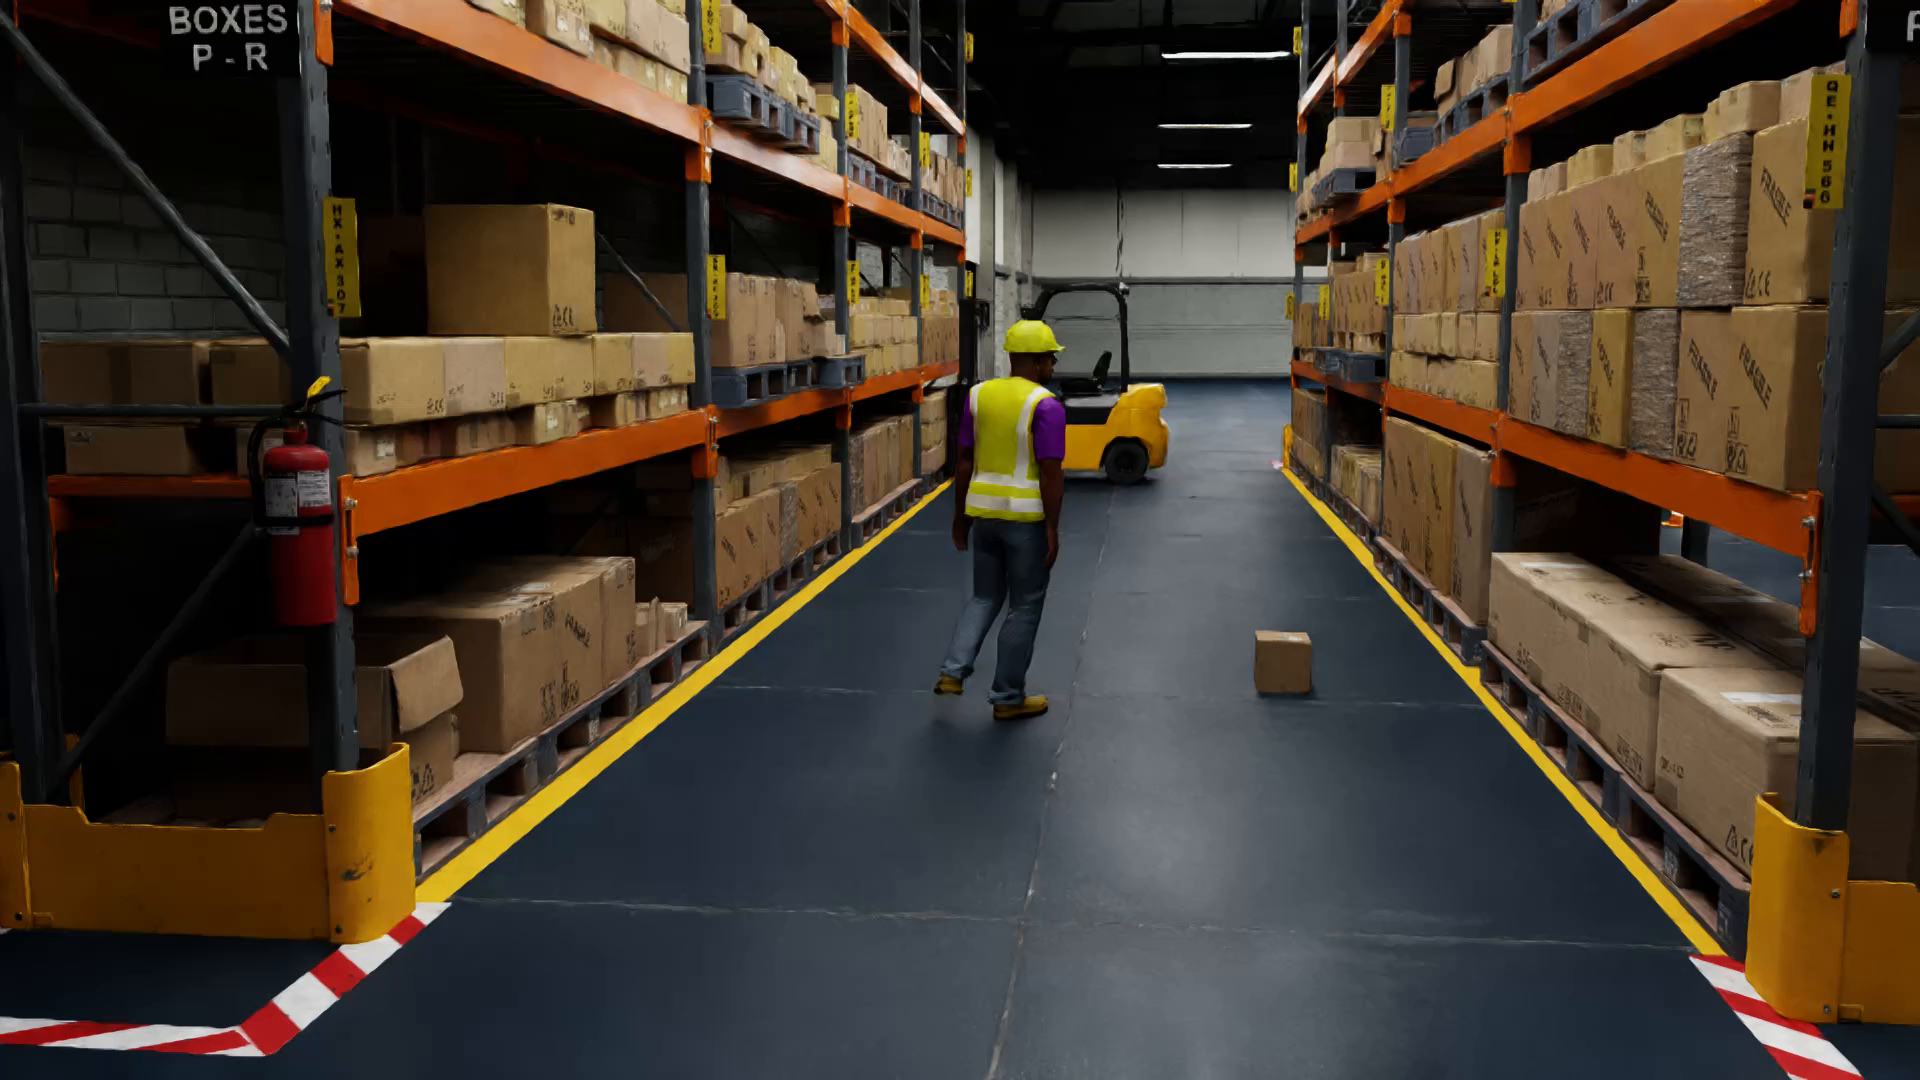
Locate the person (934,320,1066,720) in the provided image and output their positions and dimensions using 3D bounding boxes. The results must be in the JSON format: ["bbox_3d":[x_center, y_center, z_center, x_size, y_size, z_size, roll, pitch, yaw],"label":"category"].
[{"bbox_3d":[0.190,-0.083,7.329,0.613,1.758,0.575,6,10,40],"label":"person"}]
